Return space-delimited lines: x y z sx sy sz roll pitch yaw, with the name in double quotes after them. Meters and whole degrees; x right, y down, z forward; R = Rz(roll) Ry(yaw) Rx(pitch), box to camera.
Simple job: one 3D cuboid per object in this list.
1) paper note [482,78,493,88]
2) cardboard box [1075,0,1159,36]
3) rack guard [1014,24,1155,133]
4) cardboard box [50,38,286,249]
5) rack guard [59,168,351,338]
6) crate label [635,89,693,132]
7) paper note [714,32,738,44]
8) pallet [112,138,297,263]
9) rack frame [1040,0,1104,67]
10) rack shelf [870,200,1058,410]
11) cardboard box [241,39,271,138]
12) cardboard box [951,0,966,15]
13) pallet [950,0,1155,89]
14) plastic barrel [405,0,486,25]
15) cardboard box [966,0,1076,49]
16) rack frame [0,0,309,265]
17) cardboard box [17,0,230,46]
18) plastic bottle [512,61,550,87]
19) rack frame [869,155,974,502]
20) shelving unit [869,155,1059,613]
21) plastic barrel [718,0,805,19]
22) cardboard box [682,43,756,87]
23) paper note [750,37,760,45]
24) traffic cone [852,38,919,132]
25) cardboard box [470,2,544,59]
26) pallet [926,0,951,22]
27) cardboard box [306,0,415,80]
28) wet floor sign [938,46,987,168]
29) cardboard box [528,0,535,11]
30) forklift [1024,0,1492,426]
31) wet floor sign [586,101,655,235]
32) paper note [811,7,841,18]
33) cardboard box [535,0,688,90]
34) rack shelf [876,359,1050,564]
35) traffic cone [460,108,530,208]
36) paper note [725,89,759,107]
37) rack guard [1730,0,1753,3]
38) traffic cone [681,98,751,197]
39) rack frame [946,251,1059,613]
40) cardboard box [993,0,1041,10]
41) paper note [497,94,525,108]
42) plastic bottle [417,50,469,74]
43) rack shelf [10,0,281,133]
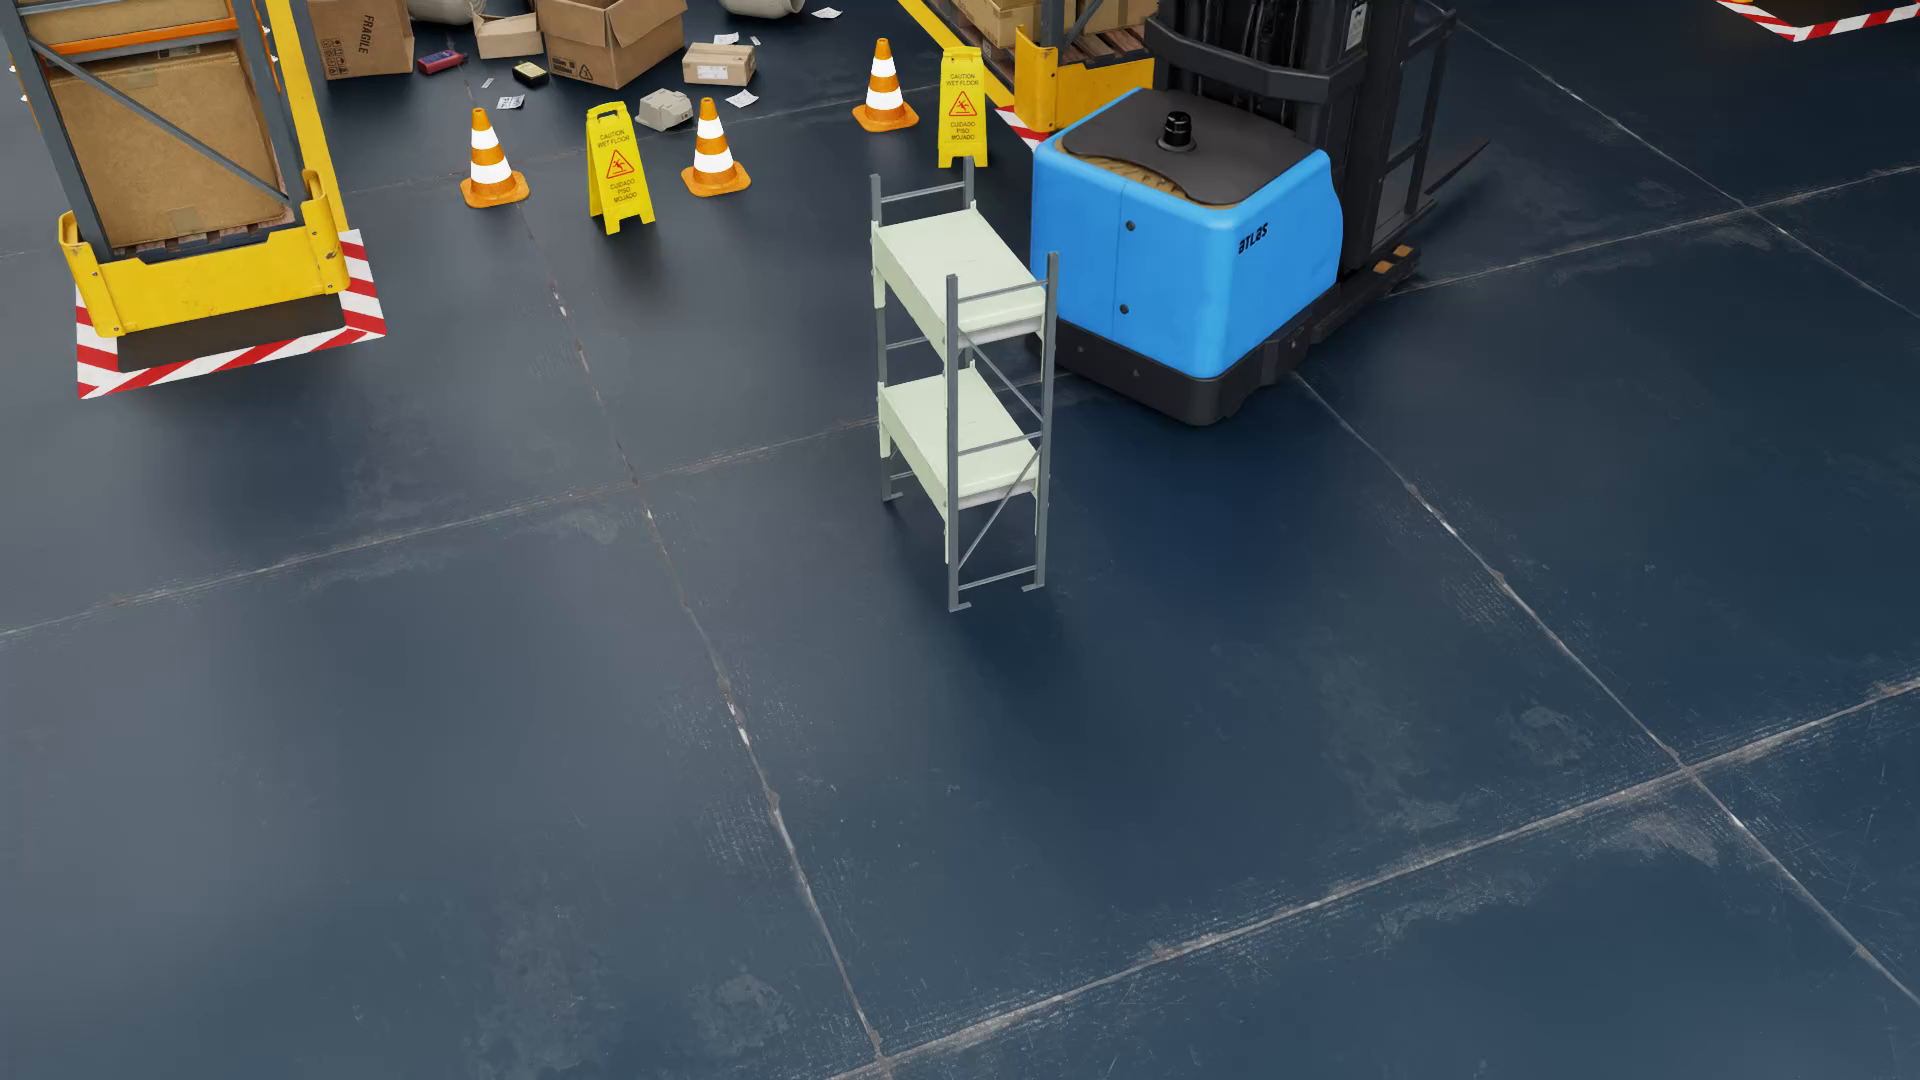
-2.815 -2.723 9.909 0.032 0.001 0.123 5 41 6 "paper note"
0.874 -3.311 10.087 0.500 0.250 0.500 -15 43 -17 "cardboard box"
0.899 -2.737 9.550 1.175 0.500 0.348 -15 43 -17 "rack guard"
-3.928 -2.089 8.187 0.875 0.875 0.875 -15 43 -17 "cardboard box"
-3.598 -1.381 7.973 1.175 0.500 0.348 -15 43 -17 "rack guard"
-1.682 -2.468 9.515 0.298 0.136 0.250 27 47 27 "crate label"
-1.460 -3.131 10.377 0.148 0.019 0.142 -2 41 -2 "paper note"
-3.985 -1.748 8.621 1.003 0.211 1.213 -15 43 -17 "pallet"
0.928 -3.639 8.682 1.000 3.000 0.127 -15 43 -17 "rack frame"
0.003 -0.861 6.002 0.431 0.370 0.720 -15 43 -17 "rack shelf"
-4.266 -2.619 8.802 0.875 0.875 0.875 -16 43 -18 "cardboard box"
0.179 -3.490 10.295 0.500 0.250 0.500 -15 43 -17 "cardboard box"
0.620 -3.126 10.223 1.003 0.211 1.213 -15 43 -17 "pallet"
-3.286 -3.476 10.467 0.512 0.421 0.421 12 42 13 "plastic barrel"
0.361 -3.190 9.946 0.500 0.250 0.500 -15 43 -17 "cardboard box"
-3.607 -2.344 7.175 1.000 3.000 0.127 -15 43 -17 "rack frame"
-3.791 -2.613 7.373 0.875 0.550 0.550 -15 43 -17 "cardboard box"
-2.589 -2.799 9.958 0.133 0.061 0.283 -31 49 -31 "plastic bottle"
-0.137 -0.785 6.513 0.400 1.500 0.023 -15 43 -17 "rack frame"
0.003 -0.565 6.256 0.431 1.500 0.755 -15 43 -17 "shelving unit"
-1.261 -3.529 10.529 0.512 0.421 0.421 12 42 13 "plastic barrel"
-1.440 -2.844 9.943 0.380 0.149 0.250 5 41 6 "cardboard box"
-1.275 -3.111 10.360 0.032 0.001 0.123 -15 43 -17 "paper note"
-0.429 -2.615 9.436 0.336 0.463 0.334 -15 43 -17 "traffic cone"
-2.778 -3.141 10.199 0.396 0.266 0.258 -8 41 -9 "cardboard box"
0.157 -3.860 11.077 1.003 0.211 1.213 -15 43 -17 "pallet"
-3.595 -3.127 10.001 0.500 0.500 0.500 -8 41 -9 "cardboard box"
0.012 -2.365 9.006 0.267 0.644 0.232 -2 41 -2 "wet floor sign"
-2.449 -3.732 10.600 0.797 0.637 0.503 -15 43 -17 "cardboard box"
1.629 -2.500 7.409 1.130 2.935 3.031 29 48 29 "forklift"
-1.767 -1.928 8.497 0.267 0.644 0.232 -23 46 -24 "wet floor sign"
-0.852 -3.382 10.659 0.142 0.019 0.148 -31 49 -31 "paper note"
-2.084 -3.119 9.992 0.637 0.503 0.797 19 44 20 "cardboard box"
0.003 -0.317 6.469 0.431 0.370 0.720 -15 43 -17 "rack shelf"
-2.498 -2.056 8.786 0.336 0.463 0.334 -15 43 -17 "traffic cone"
-1.273 -2.587 9.734 0.148 0.019 0.142 -31 49 -31 "paper note"
5.521 -3.918 10.922 1.175 0.500 0.348 -15 43 -17 "rack guard"
-1.324 -2.133 8.876 0.336 0.463 0.334 -15 43 -17 "traffic cone"
0.143 -0.344 6.000 0.400 1.500 0.023 -15 43 -17 "rack frame"
0.380 -3.458 9.682 0.500 0.500 0.500 -15 43 -17 "cardboard box"
-2.622 -2.560 9.705 0.144 0.017 0.142 -2 41 -2 "paper note"
-3.134 -2.910 10.087 0.283 0.061 0.133 -31 49 -31 "plastic bottle"
-4.372 -3.276 8.810 1.077 0.370 4.000 -15 43 -17 "rack shelf"
